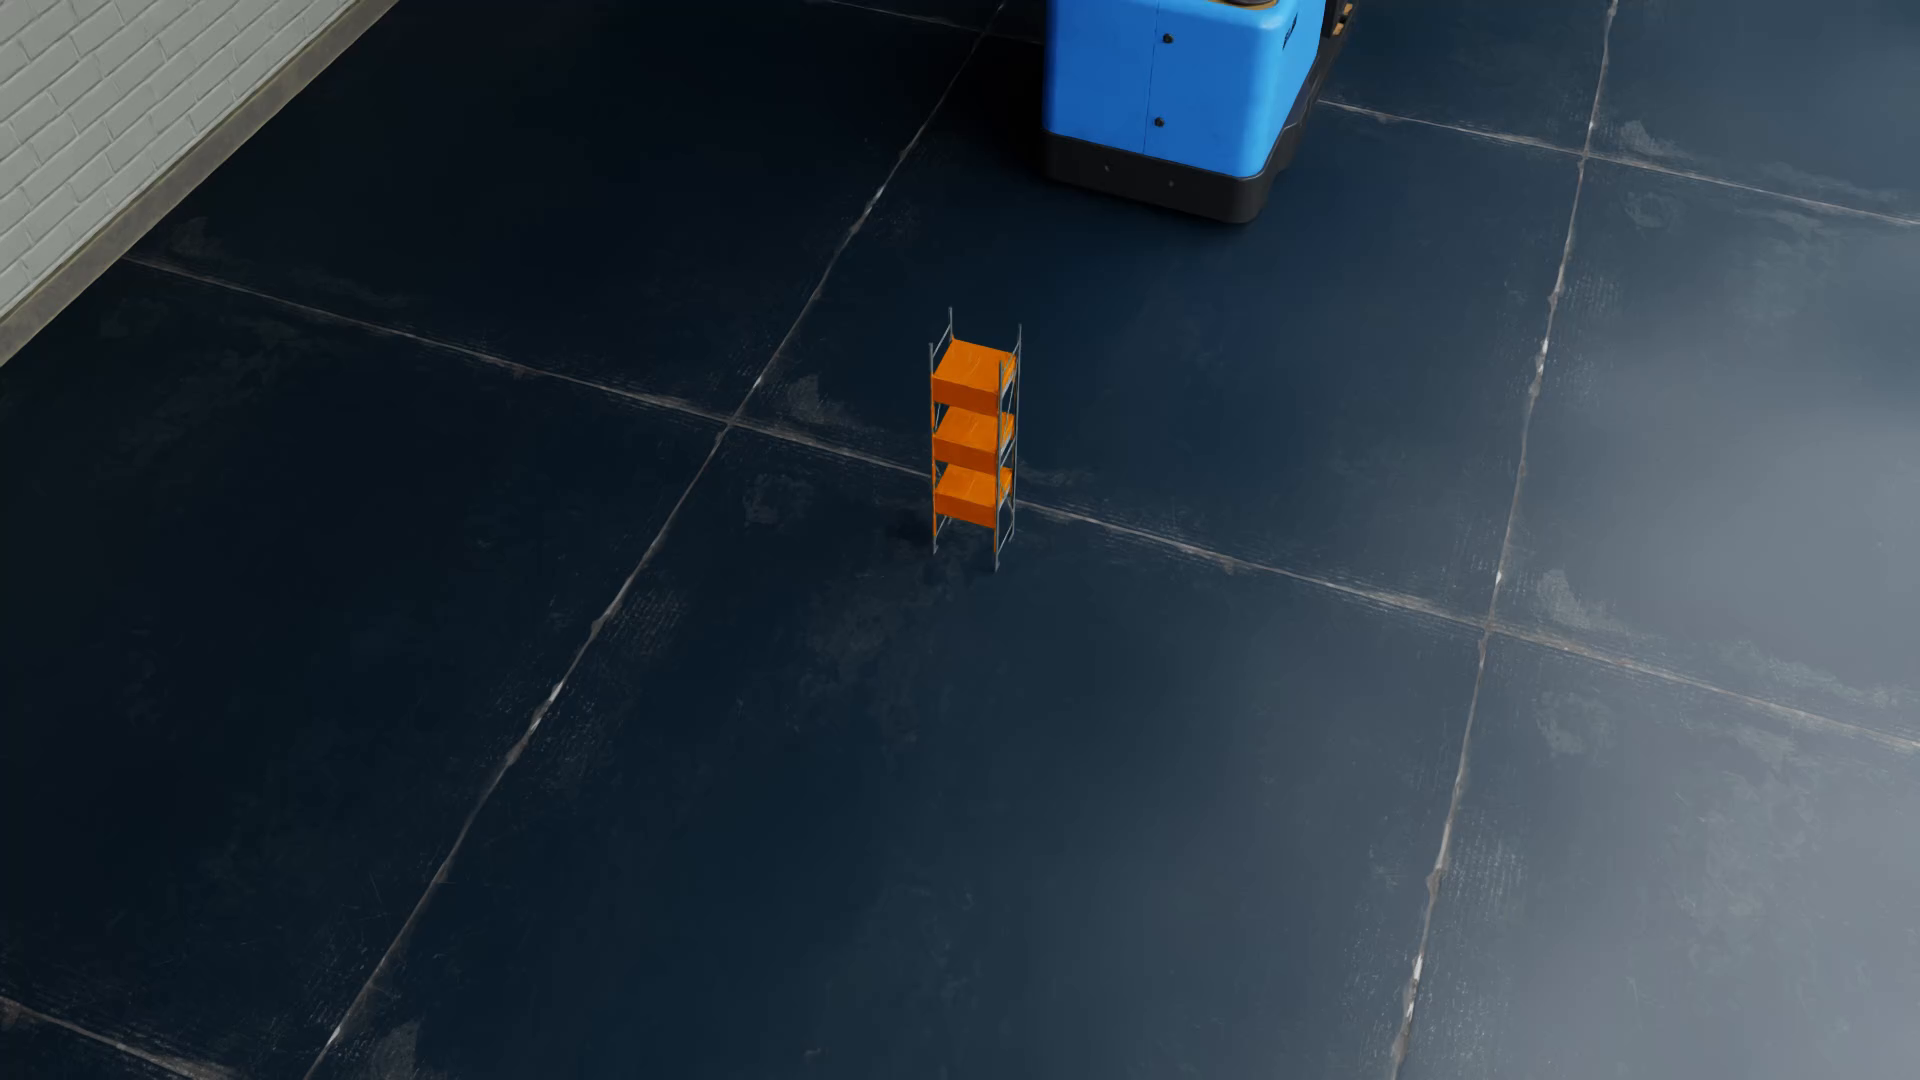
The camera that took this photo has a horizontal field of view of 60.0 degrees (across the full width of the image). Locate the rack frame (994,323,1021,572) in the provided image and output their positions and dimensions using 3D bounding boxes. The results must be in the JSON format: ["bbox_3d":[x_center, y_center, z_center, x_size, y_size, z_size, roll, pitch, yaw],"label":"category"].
[{"bbox_3d":[0.165,-0.298,5.813,0.008,1.050,0.200,16,51,13],"label":"rack frame"}]

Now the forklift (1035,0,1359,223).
[{"bbox_3d":[1.374,-3.499,7.343,1.130,2.935,3.031,17,51,14],"label":"forklift"}]

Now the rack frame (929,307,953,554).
[{"bbox_3d":[-0.064,-0.362,5.869,0.008,1.050,0.200,16,51,13],"label":"rack frame"}]

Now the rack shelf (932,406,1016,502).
[{"bbox_3d":[0.050,-0.323,5.849,0.240,0.259,0.215,16,51,13],"label":"rack shelf"}]

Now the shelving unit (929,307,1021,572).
[{"bbox_3d":[0.050,-0.330,5.841,0.252,1.050,0.215,16,51,13],"label":"shelving unit"}]

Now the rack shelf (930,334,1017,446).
[{"bbox_3d":[0.050,-0.509,5.635,0.240,0.259,0.215,16,51,13],"label":"rack shelf"}]

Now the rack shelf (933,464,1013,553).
[{"bbox_3d":[0.050,-0.141,6.059,0.240,0.259,0.215,16,51,13],"label":"rack shelf"}]
